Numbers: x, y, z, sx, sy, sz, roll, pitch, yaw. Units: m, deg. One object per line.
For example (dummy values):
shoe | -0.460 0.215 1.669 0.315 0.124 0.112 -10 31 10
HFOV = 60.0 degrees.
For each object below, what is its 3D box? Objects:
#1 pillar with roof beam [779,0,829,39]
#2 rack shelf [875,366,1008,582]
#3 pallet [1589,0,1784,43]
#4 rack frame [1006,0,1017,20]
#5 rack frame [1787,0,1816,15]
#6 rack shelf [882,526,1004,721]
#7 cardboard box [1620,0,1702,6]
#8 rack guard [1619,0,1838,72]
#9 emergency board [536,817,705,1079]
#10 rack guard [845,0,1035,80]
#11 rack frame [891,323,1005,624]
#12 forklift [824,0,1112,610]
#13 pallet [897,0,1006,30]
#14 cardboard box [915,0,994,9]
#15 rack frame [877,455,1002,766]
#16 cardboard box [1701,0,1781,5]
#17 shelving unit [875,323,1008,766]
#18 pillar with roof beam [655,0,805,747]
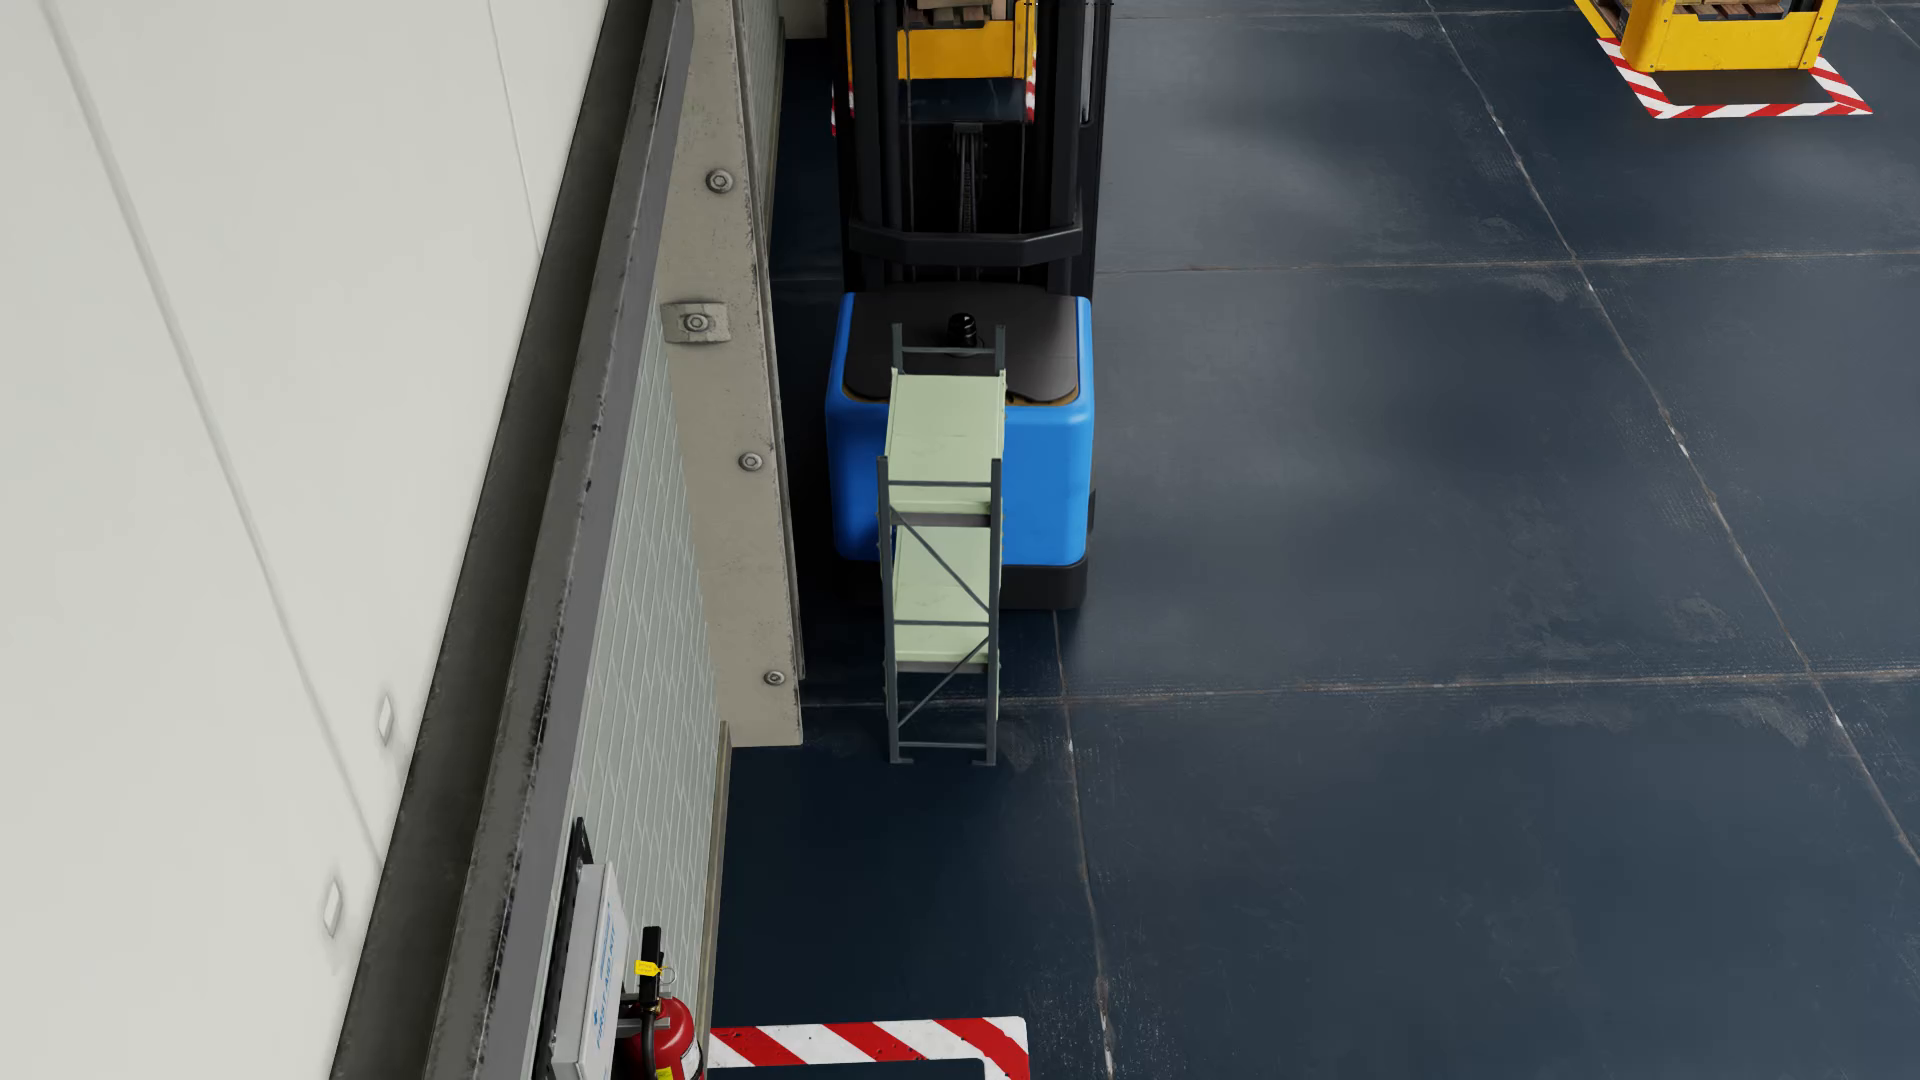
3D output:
pillar with roof beam | 3.278 -6.835 8.047 9.100 9.000 0.400 -2 43 -2
rack shelf | -0.054 -0.241 5.825 0.431 0.370 0.720 1 43 1
pallet | 4.746 -3.684 11.112 1.003 0.211 1.213 -2 43 -2
rack frame | -0.129 -4.052 9.451 1.000 3.000 0.127 -2 43 -2
rack frame | 4.820 -4.197 9.608 1.000 3.000 0.127 -2 43 -2
rack shelf | -0.054 0.287 6.309 0.431 0.370 0.720 1 43 1
cardboard box | 4.502 -3.691 10.781 0.500 0.250 0.500 -2 43 -2
rack guard | 4.821 -3.259 10.435 1.175 0.500 0.348 -2 43 -2
emergency board | -0.702 1.220 3.699 0.194 1.169 0.643 -2 43 -2
rack guard | -0.132 -3.182 10.351 1.175 0.500 0.348 -2 43 -2
rack frame | -0.041 -0.200 6.358 0.400 1.500 0.023 1 43 1
forklift | 0.046 -1.771 7.013 1.130 2.935 3.031 1 43 1
pallet | -0.132 -3.625 11.048 1.003 0.211 1.213 -2 43 -2
cardboard box | -0.069 -3.693 10.723 0.500 0.311 0.500 -6 43 -7
rack frame | -0.066 0.294 5.819 0.400 1.500 0.023 1 43 1
cardboard box | 5.019 -3.706 10.797 0.500 0.250 0.500 -2 43 -2
shelving unit | -0.054 0.047 6.089 0.431 1.500 0.755 1 43 1
pillar with roof beam | 3.533 -2.784 3.628 9.100 9.000 0.400 -2 43 -2
